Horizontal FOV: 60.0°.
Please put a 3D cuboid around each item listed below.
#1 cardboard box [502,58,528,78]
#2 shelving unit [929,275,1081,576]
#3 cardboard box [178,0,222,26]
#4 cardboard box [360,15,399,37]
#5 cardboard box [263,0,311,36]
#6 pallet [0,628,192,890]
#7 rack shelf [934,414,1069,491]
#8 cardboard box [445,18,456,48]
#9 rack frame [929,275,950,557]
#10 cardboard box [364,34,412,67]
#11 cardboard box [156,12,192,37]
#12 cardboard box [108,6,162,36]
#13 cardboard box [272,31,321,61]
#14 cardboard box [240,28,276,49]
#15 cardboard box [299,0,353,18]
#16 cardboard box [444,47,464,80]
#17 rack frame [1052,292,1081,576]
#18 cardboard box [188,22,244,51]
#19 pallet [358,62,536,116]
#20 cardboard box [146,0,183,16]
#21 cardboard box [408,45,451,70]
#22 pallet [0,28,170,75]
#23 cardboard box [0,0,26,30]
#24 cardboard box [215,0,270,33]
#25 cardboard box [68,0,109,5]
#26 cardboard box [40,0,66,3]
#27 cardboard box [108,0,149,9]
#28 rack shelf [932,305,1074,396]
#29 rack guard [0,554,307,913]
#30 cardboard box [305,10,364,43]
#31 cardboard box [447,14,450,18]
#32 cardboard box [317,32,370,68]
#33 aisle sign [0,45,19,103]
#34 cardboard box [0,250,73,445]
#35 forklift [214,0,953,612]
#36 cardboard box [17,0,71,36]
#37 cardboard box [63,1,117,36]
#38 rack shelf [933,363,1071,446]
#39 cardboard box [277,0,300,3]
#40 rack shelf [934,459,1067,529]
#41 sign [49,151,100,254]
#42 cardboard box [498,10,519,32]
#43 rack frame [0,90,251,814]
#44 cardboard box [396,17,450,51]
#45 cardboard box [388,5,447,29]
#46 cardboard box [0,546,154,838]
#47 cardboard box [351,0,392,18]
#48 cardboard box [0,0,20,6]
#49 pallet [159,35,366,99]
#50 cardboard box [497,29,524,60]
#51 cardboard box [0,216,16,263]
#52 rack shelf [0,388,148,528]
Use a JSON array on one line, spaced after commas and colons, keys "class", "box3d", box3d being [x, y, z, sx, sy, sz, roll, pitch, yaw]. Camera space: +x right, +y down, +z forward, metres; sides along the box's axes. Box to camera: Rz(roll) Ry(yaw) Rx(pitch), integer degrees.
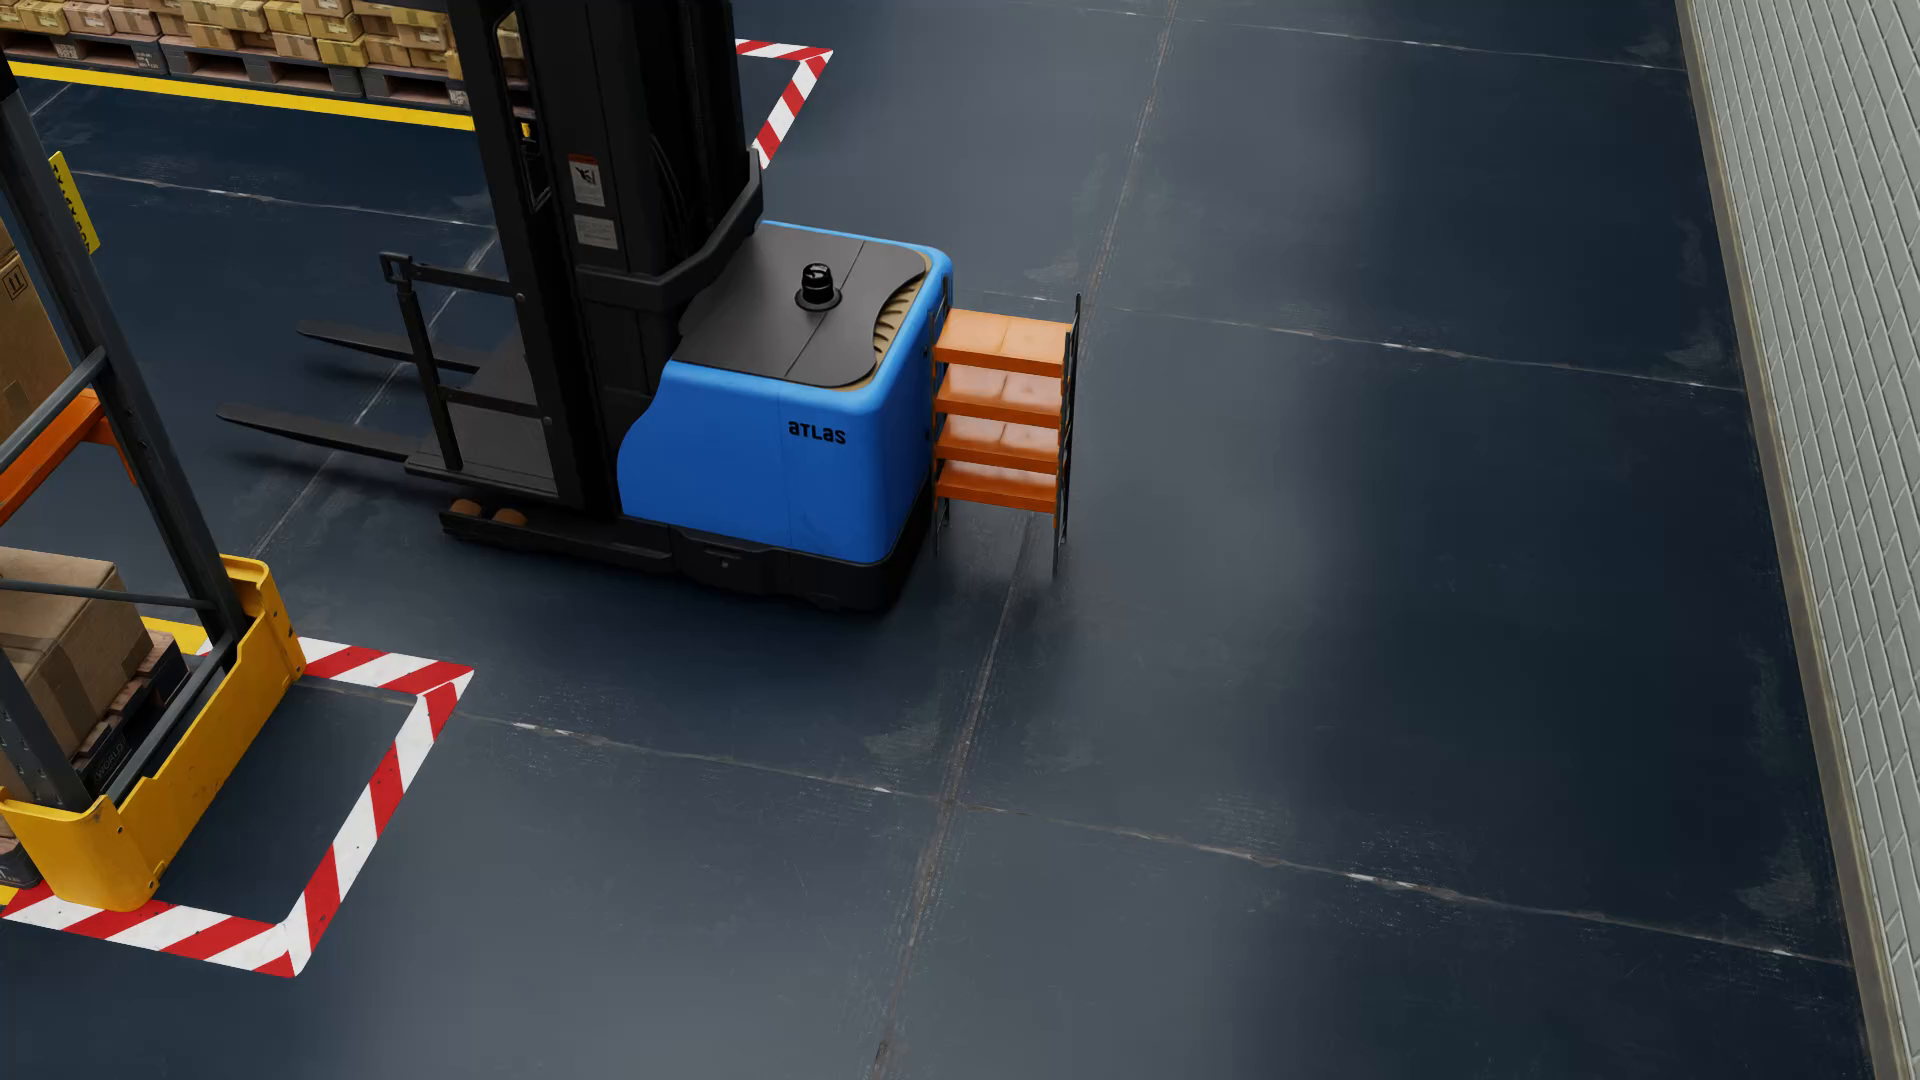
[{"class": "cardboard box", "box3d": [-2.341, -2.698, 9.143, 0.250, 0.149, 0.380, 10, 45, 10]}, {"class": "shelving unit", "box3d": [0.162, -0.407, 6.308, 0.503, 1.200, 0.258, 9, 45, 9]}, {"class": "cardboard box", "box3d": [-4.131, -3.029, 9.273, 0.250, 0.149, 0.380, 9, 45, 9]}, {"class": "cardboard box", "box3d": [-3.106, -2.941, 9.181, 0.250, 0.149, 0.380, 8, 45, 9]}, {"class": "cardboard box", "box3d": [-3.621, -2.952, 9.193, 0.250, 0.149, 0.380, 11, 45, 11]}, {"class": "pallet", "box3d": [-3.561, 0.666, 5.906, 1.213, 0.211, 1.003, 9, 45, 9]}, {"class": "rack shelf", "box3d": [0.162, -0.359, 6.355, 0.480, 0.148, 0.258, 9, 45, 9]}, {"class": "cardboard box", "box3d": [-2.602, -2.830, 9.065, 0.250, 0.149, 0.380, 8, 44, 8]}, {"class": "rack frame", "box3d": [-0.077, -0.444, 6.346, 0.015, 1.200, 0.240, 9, 45, 9]}, {"class": "cardboard box", "box3d": [-3.097, -2.795, 9.244, 0.250, 0.149, 0.380, 9, 45, 9]}, {"class": "cardboard box", "box3d": [-4.358, -3.028, 9.486, 0.250, 0.149, 0.380, 7, 44, 7]}, {"class": "cardboard box", "box3d": [-4.628, -3.045, 9.504, 0.250, 0.149, 0.380, 8, 44, 8]}, {"class": "cardboard box", "box3d": [-3.622, -2.847, 9.297, 0.250, 0.149, 0.380, 10, 45, 10]}, {"class": "cardboard box", "box3d": [-3.852, -2.936, 9.390, 0.250, 0.149, 0.380, 10, 45, 10]}, {"class": "cardboard box", "box3d": [-3.380, -2.998, 9.026, 0.250, 0.149, 0.380, 10, 45, 11]}, {"class": "cardboard box", "box3d": [-2.614, -2.669, 9.112, 0.250, 0.149, 0.380, 10, 45, 10]}, {"class": "rack frame", "box3d": [0.400, -0.370, 6.269, 0.015, 1.200, 0.240, 9, 45, 9]}, {"class": "cardboard box", "box3d": [-4.125, -2.924, 9.378, 0.250, 0.149, 0.380, 8, 44, 8]}, {"class": "pallet", "box3d": [-2.641, -2.789, 9.496, 1.213, 0.211, 1.003, 9, 45, 9]}, {"class": "cardboard box", "box3d": [-4.363, -3.111, 9.357, 0.250, 0.149, 0.380, 11, 45, 11]}, {"class": "cardboard box", "box3d": [-2.853, -2.767, 9.215, 0.250, 0.149, 0.380, 9, 45, 9]}, {"class": "pallet", "box3d": [-5.022, -3.159, 9.880, 1.213, 0.211, 1.003, 9, 45, 9]}, {"class": "cardboard box", "box3d": [-5.400, -3.093, 9.553, 0.250, 0.149, 0.380, 7, 44, 7]}, {"class": "cardboard box", "box3d": [-3.896, -2.975, 9.216, 0.250, 0.149, 0.380, 9, 45, 9]}, {"class": "cardboard box", "box3d": [-4.889, -3.211, 9.461, 0.250, 0.149, 0.380, 9, 45, 9]}, {"class": "cardboard box", "box3d": [-5.135, -3.223, 9.474, 0.250, 0.149, 0.380, 9, 45, 9]}, {"class": "cardboard box", "box3d": [-4.626, -3.168, 9.417, 0.250, 0.149, 0.380, 7, 44, 7]}, {"class": "rack shelf", "box3d": [0.162, -0.690, 6.035, 0.480, 0.148, 0.258, 9, 45, 9]}, {"class": "rack guard", "box3d": [-2.741, 0.634, 5.731, 0.348, 0.500, 1.175, 9, 45, 9]}, {"class": "cardboard box", "box3d": [-3.375, -2.901, 9.139, 0.250, 0.149, 0.380, 9, 45, 10]}, {"class": "cardboard box", "box3d": [-2.586, -2.960, 8.986, 0.250, 0.149, 0.380, 10, 45, 10]}, {"class": "cardboard box", "box3d": [-3.359, -2.792, 9.240, 0.250, 0.149, 0.380, 7, 44, 7]}, {"class": "aisle sign", "box3d": [-2.631, -1.392, 4.159, 0.004, 0.787, 0.394, 9, 45, 9]}, {"class": "cardboard box", "box3d": [-3.170, -0.573, 5.110, 0.500, 0.500, 0.500, 9, 45, 9]}, {"class": "forklift", "box3d": [-1.589, -1.358, 6.047, 3.031, 2.935, 1.130, 11, 45, 12]}, {"class": "cardboard box", "box3d": [-5.140, -3.052, 9.511, 0.250, 0.149, 0.380, 10, 45, 10]}, {"class": "cardboard box", "box3d": [-4.886, -3.050, 9.509, 0.250, 0.149, 0.380, 9, 45, 9]}, {"class": "rack shelf", "box3d": [0.162, -0.520, 6.199, 0.480, 0.148, 0.258, 9, 45, 9]}, {"class": "cardboard box", "box3d": [-3.613, -3.113, 9.145, 0.250, 0.149, 0.380, 7, 44, 8]}, {"class": "rack shelf", "box3d": [0.162, -0.216, 6.492, 0.480, 0.148, 0.258, 9, 45, 9]}, {"class": "sign", "box3d": [-2.637, -0.985, 4.929, 0.005, 0.325, 0.100, 9, 45, 9]}, {"class": "cardboard box", "box3d": [-2.354, -2.883, 8.906, 0.250, 0.149, 0.380, 9, 45, 10]}, {"class": "rack frame", "box3d": [-2.764, -0.270, 4.868, 0.127, 3.000, 1.000, 9, 45, 9]}, {"class": "cardboard box", "box3d": [-2.867, -2.831, 9.067, 0.250, 0.149, 0.380, 7, 44, 7]}, {"class": "cardboard box", "box3d": [-2.867, -2.913, 8.937, 0.250, 0.149, 0.380, 8, 44, 8]}, {"class": "cardboard box", "box3d": [-3.430, 0.469, 5.644, 0.875, 0.438, 0.875, 7, 44, 8]}, {"class": "cardboard box", "box3d": [-3.106, -2.995, 9.022, 0.250, 0.149, 0.380, 7, 44, 7]}, {"class": "cardboard box", "box3d": [-5.401, -3.201, 9.451, 0.250, 0.149, 0.380, 11, 45, 11]}, {"class": "pallet", "box3d": [-3.828, -2.975, 9.689, 1.213, 0.211, 1.003, 9, 45, 9]}, {"class": "cardboard box", "box3d": [-2.359, -2.754, 8.986, 0.250, 0.149, 0.380, 8, 44, 8]}, {"class": "cardboard box", "box3d": [-3.170, -0.932, 4.762, 0.500, 0.500, 0.500, 8, 44, 8]}, {"class": "rack shelf", "box3d": [-4.716, -0.314, 5.432, 4.000, 0.370, 1.077, 9, 45, 9]}]
